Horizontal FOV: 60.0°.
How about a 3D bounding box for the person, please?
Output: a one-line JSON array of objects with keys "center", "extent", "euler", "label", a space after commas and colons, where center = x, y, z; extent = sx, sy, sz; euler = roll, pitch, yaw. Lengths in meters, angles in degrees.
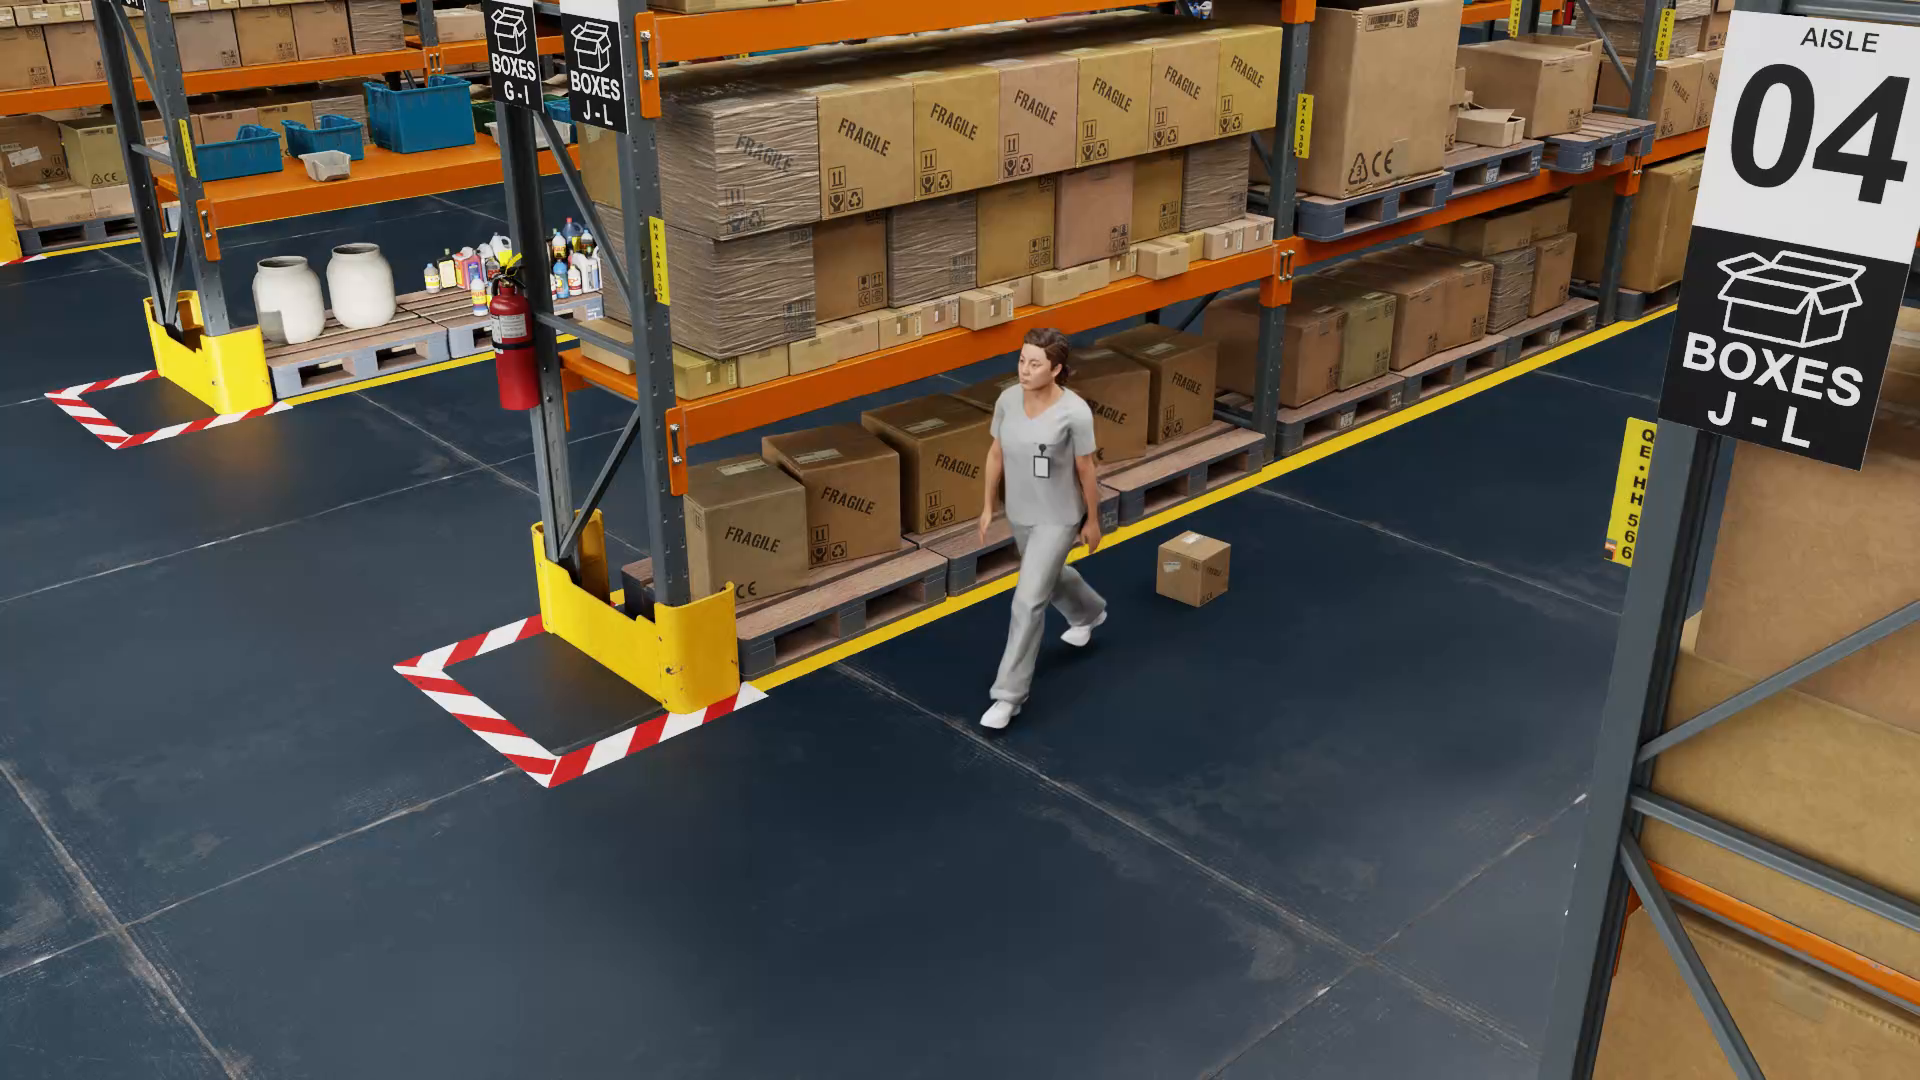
[{"center": [0.345, -0.118, 6.886], "extent": [0.458, 1.624, 1.032], "euler": [18, 30, 34], "label": "person"}]
